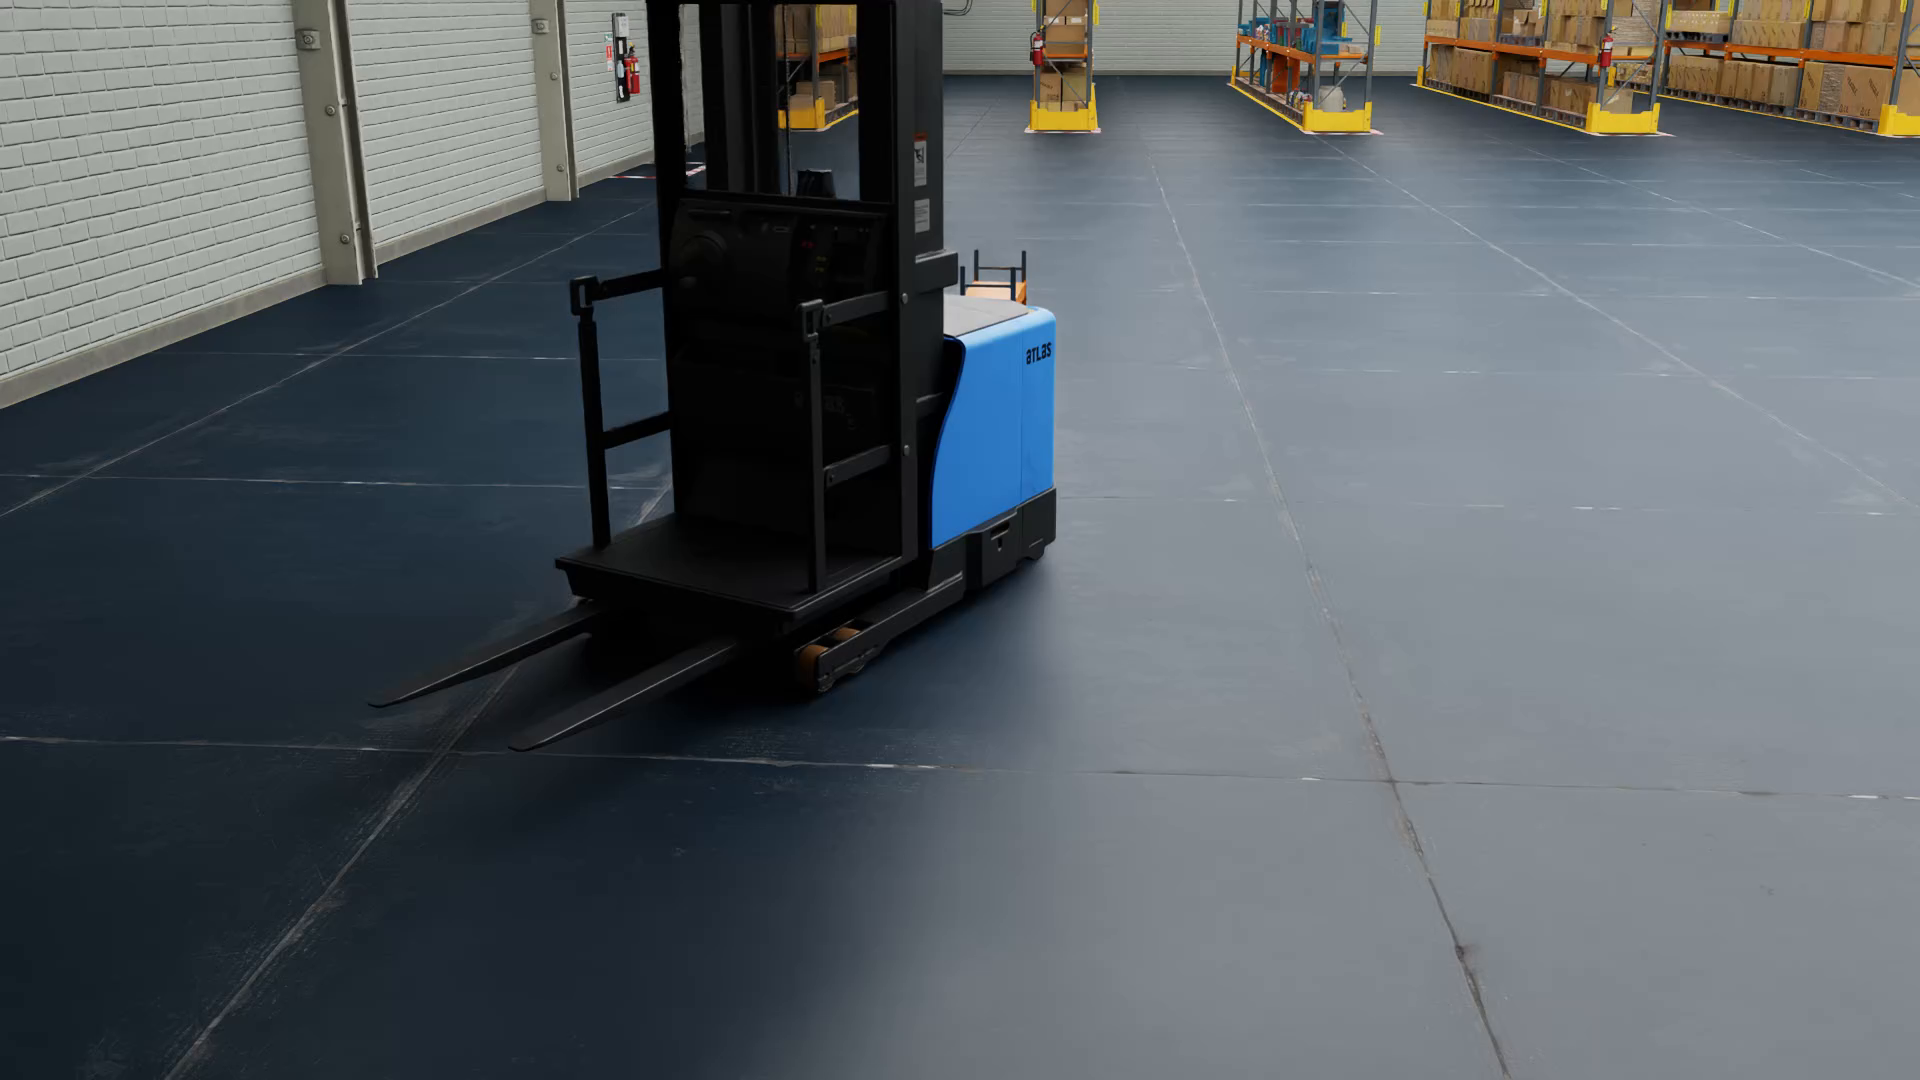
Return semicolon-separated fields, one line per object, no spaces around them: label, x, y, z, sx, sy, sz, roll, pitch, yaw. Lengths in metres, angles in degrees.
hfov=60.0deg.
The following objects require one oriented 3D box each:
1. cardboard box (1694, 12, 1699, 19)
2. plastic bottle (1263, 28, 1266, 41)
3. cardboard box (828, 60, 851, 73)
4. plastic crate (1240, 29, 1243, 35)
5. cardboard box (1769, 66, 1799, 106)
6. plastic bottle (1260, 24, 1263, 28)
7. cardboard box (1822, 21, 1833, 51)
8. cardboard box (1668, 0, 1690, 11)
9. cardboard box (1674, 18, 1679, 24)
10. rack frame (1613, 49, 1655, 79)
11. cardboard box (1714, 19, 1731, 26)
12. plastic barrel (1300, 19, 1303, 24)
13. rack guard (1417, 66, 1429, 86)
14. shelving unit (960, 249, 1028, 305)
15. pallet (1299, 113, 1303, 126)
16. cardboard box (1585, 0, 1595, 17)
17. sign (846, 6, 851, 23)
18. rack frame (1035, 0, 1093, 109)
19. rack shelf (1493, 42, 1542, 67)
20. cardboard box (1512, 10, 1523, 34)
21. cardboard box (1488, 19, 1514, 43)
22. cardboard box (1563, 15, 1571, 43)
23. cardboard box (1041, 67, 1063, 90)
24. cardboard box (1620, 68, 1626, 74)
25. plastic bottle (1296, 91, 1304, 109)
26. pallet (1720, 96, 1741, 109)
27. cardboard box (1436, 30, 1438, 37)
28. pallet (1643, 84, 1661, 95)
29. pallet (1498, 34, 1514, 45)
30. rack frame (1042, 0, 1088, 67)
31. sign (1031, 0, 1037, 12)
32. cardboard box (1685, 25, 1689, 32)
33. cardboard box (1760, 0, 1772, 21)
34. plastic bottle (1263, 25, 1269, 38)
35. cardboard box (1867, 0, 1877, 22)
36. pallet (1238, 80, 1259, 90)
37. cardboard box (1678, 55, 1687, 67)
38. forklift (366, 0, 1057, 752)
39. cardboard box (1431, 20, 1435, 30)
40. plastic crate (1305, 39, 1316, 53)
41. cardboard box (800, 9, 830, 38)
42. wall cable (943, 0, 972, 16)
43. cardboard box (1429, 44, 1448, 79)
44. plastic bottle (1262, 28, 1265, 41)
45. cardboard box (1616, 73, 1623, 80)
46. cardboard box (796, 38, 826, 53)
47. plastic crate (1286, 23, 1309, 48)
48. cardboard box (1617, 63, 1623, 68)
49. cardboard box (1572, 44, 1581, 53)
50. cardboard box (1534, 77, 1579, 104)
cardboard box;16.927;-11.926;37.774;0.380;0.149;0.250;2;18;7
plastic bottle;7.059;-11.686;38.457;0.061;0.283;0.133;1;18;4
cardboard box;-2.643;-10.290;36.112;0.500;0.250;0.500;1;18;4
plastic crate;7.447;-13.261;43.405;0.250;0.136;0.298;1;18;4
cardboard box;16.922;-9.082;33.260;1.050;0.750;0.750;1;18;4
plastic bottle;7.309;-12.356;40.392;0.144;0.351;0.185;1;18;4
cardboard box;16.936;-9.541;31.484;0.875;0.550;0.550;1;18;4
cardboard box;17.305;-13.057;40.210;0.500;0.500;0.500;1;18;2
cardboard box;17.019;-12.190;39.058;0.380;0.149;0.250;2;18;5
rack frame;17.827;-13.483;43.755;1.000;3.000;0.127;1;18;4
cardboard box;16.835;-11.384;36.599;0.380;0.149;0.250;2;18;5
plastic barrel;7.513;-10.980;35.936;0.421;0.512;0.421;0;18;0
rack guard;12.889;-12.445;44.600;1.175;0.500;0.348;1;18;4
shelving unit;0.153;-0.684;7.583;0.258;1.200;0.503;2;18;7
pallet;6.822;-7.718;30.639;1.003;0.211;1.213;1;18;4
cardboard box;11.563;-9.652;29.818;0.500;0.500;0.500;1;18;4
sign;-2.253;-10.632;33.662;0.100;0.325;0.005;1;18;4
rack frame;1.860;-8.878;29.701;1.000;3.000;0.127;1;18;4
rack shelf;12.170;-10.178;34.822;1.077;0.370;4.000;1;18;4
cardboard box;12.315;-11.219;36.010;0.500;0.500;0.500;-1;18;-3
cardboard box;12.102;-11.347;37.075;0.500;0.500;0.500;2;18;6
cardboard box;11.927;-9.637;31.378;0.875;0.500;0.500;1;18;4
cardboard box;1.773;-9.078;32.846;0.500;0.500;0.500;1;18;4
cardboard box;17.458;-12.229;43.352;0.380;0.149;0.250;1;18;4
plastic bottle;6.558;-8.469;32.001;0.144;0.351;0.185;2;18;6
pallet;17.122;-9.430;35.864;1.003;0.211;1.213;1;18;4
cardboard box;12.443;-13.004;42.695;0.380;0.149;0.250;1;18;3
pallet;17.553;-11.125;41.037;1.003;0.211;1.213;1;18;4
pallet;12.369;-10.826;35.953;1.213;0.211;1.003;1;18;4
rack frame;2.147;-10.121;33.493;1.000;3.000;0.127;1;18;4
sign;1.320;-9.558;29.534;0.100;0.325;0.005;1;18;4
cardboard box;16.965;-11.803;38.357;0.380;0.149;0.250;1;18;3
cardboard box;17.142;-11.066;34.610;0.700;0.500;0.500;1;18;3
plastic bottle;7.112;-11.767;38.595;0.144;0.351;0.185;1;18;4
cardboard box;16.869;-9.557;29.796;0.875;0.550;0.550;1;18;4
pallet;7.759;-11.778;43.028;1.003;0.211;1.213;1;18;4
cardboard box;17.188;-11.220;38.983;0.500;0.250;0.500;2;18;5
forklift;-0.778;-1.025;5.844;1.130;2.935;3.031;11;21;29
cardboard box;12.553;-13.391;43.236;0.500;0.250;0.500;1;18;3
plastic crate;6.590;-9.060;30.493;0.499;0.251;0.408;1;18;4
cardboard box;-2.702;-9.577;30.839;0.500;0.500;0.500;1;18;4
wall cable;-1.172;-17.081;50.087;3.097;2.526;0.112;1;18;4
cardboard box;12.921;-12.615;43.842;0.875;0.875;0.875;1;18;4
plastic bottle;7.082;-11.785;38.759;0.061;0.283;0.133;1;18;4
cardboard box;17.470;-12.173;43.658;0.380;0.149;0.250;2;18;5
cardboard box;-2.730;-9.071;30.496;0.500;0.250;0.500;1;18;2
plastic crate;6.816;-10.197;33.622;0.402;0.464;0.583;1;18;4
cardboard box;17.451;-12.456;43.567;0.380;0.149;0.250;0;18;1
cardboard box;11.558;-9.098;30.775;0.380;0.149;0.250;1;18;4
cardboard box;12.093;-9.110;33.716;0.700;0.500;0.500;0;18;0
